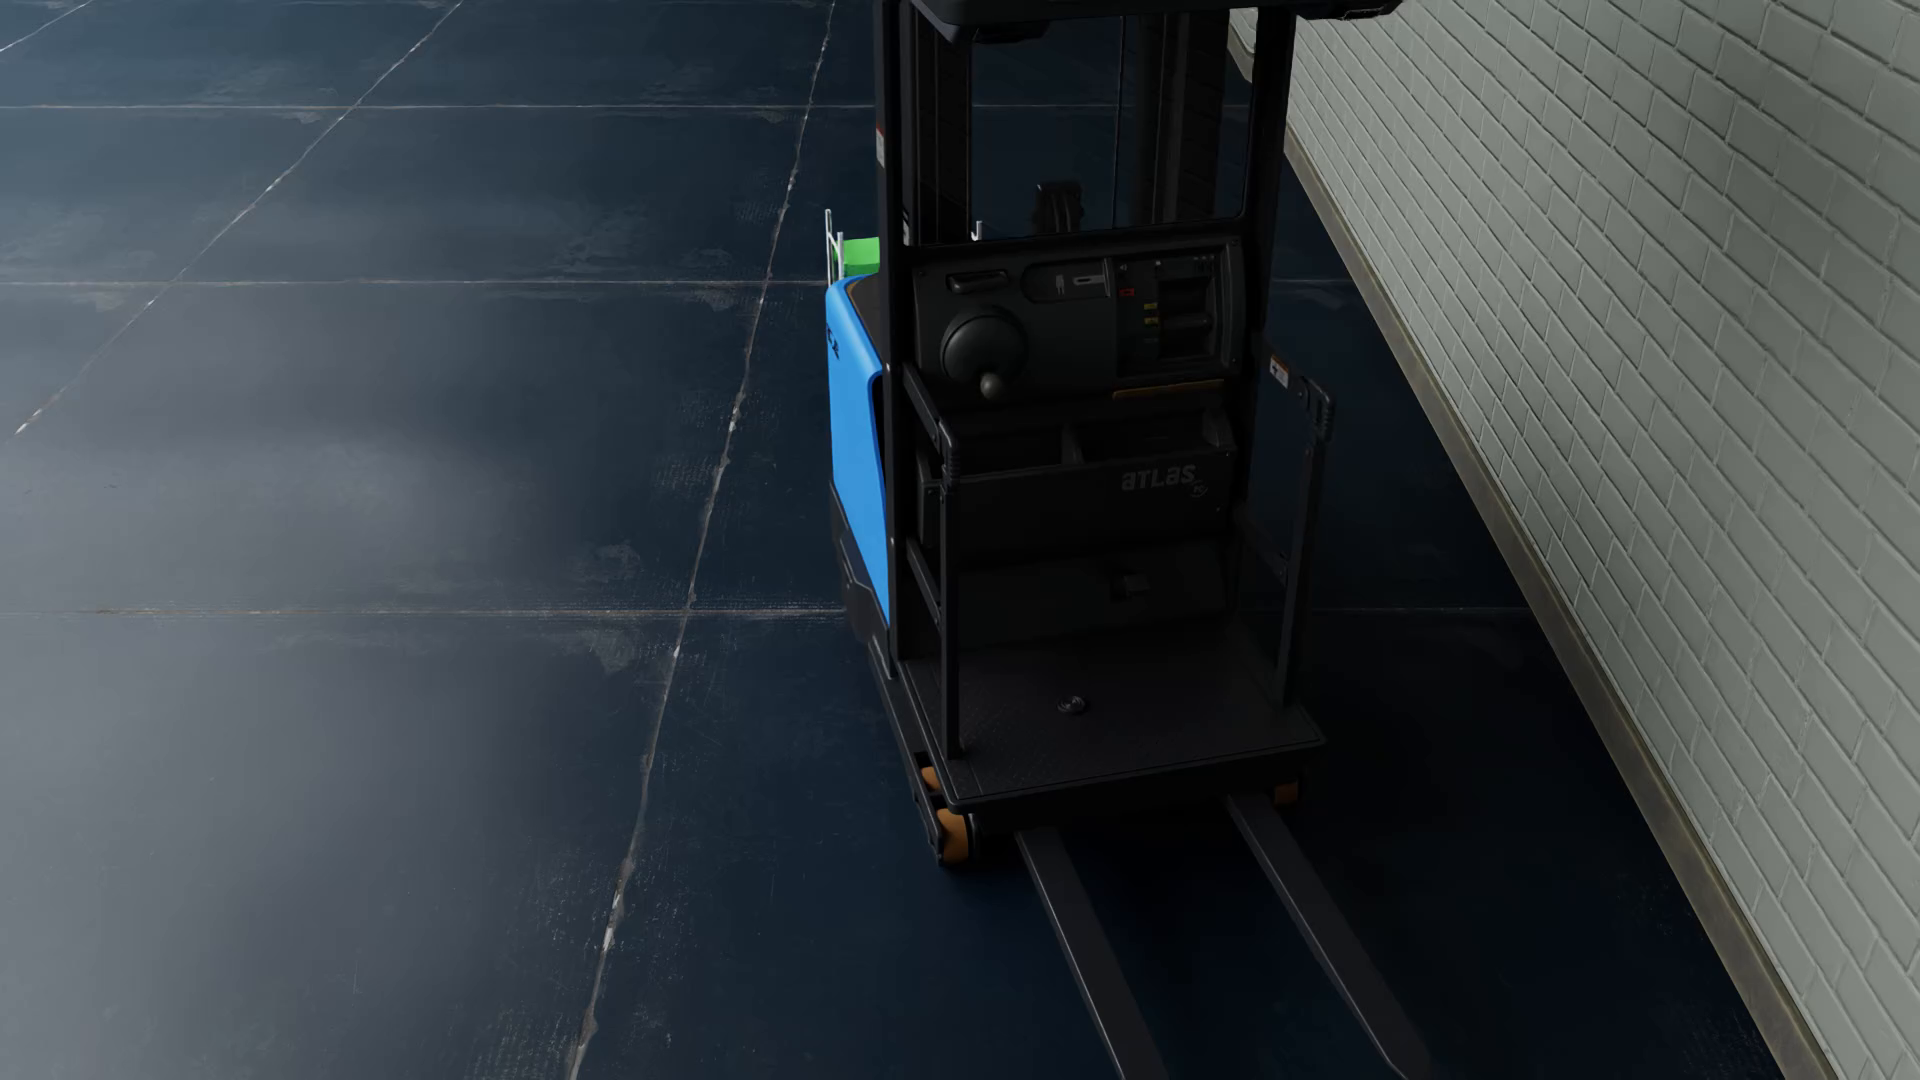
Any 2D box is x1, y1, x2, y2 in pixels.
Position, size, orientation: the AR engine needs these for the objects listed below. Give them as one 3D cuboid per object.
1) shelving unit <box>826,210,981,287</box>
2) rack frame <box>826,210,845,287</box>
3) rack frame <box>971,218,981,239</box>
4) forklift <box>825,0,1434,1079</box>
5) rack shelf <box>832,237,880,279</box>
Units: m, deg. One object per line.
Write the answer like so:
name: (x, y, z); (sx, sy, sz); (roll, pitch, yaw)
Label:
shelving unit: (-0.200, -0.622, 6.119); (0.503, 1.200, 0.258); (-8, 32, -13)
rack frame: (-0.436, -0.590, 6.066); (0.015, 1.200, 0.240); (-8, 32, -13)
rack frame: (0.036, -0.655, 6.172); (0.015, 1.200, 0.240); (-8, 32, -13)
forklift: (0.386, -0.552, 4.334); (1.130, 2.935, 3.031); (-8, 32, -12)
rack shelf: (-0.200, -0.978, 5.903); (0.480, 0.148, 0.258); (-8, 32, -13)
